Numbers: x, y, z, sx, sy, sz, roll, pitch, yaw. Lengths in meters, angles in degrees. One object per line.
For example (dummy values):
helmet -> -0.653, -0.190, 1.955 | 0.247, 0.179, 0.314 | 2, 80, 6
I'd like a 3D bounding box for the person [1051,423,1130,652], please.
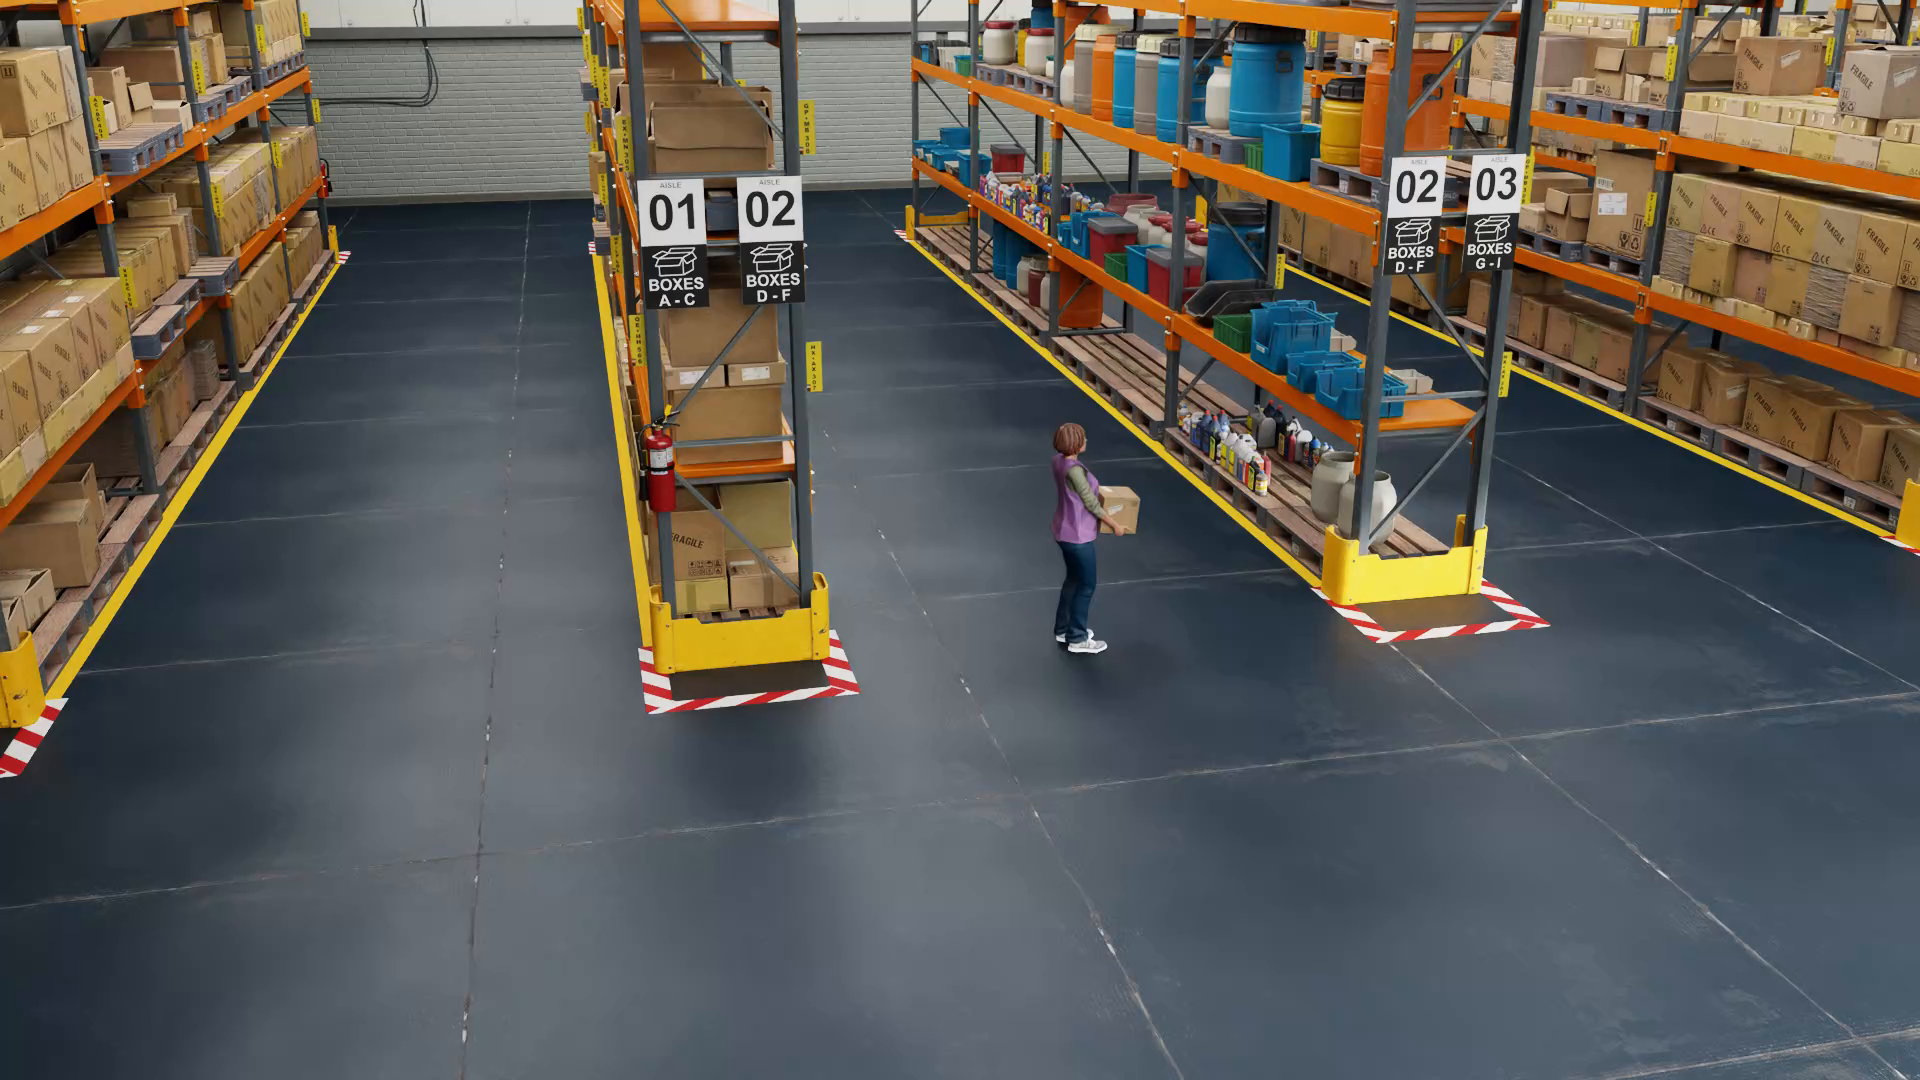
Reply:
person -> 0.857, -0.027, 11.167 | 0.498, 1.589, 0.408 | -5, 20, -12
